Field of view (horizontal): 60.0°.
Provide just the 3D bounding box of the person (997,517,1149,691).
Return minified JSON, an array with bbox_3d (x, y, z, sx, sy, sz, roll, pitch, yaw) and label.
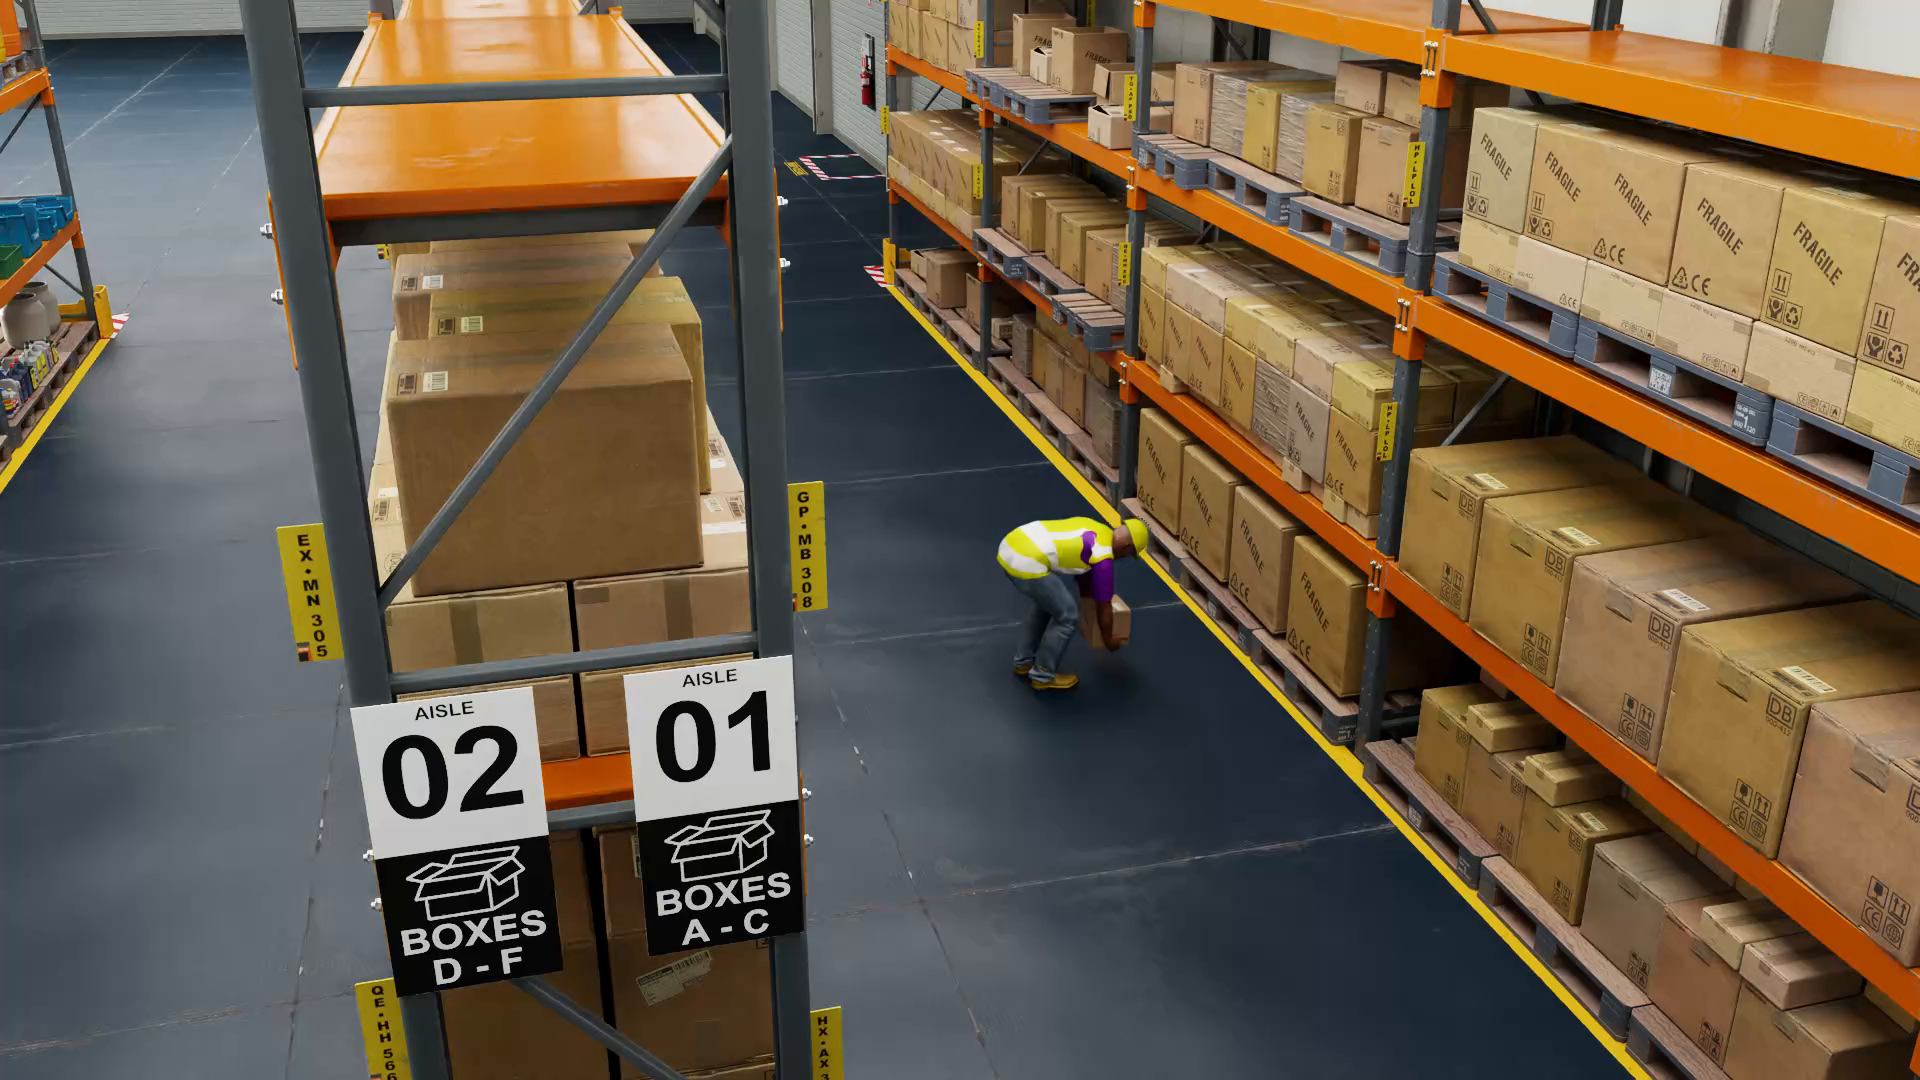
[{"bbox_3d":[0.724,0.373,10.562,0.982,1.075,0.479,-7,24,-16],"label":"person"}]
